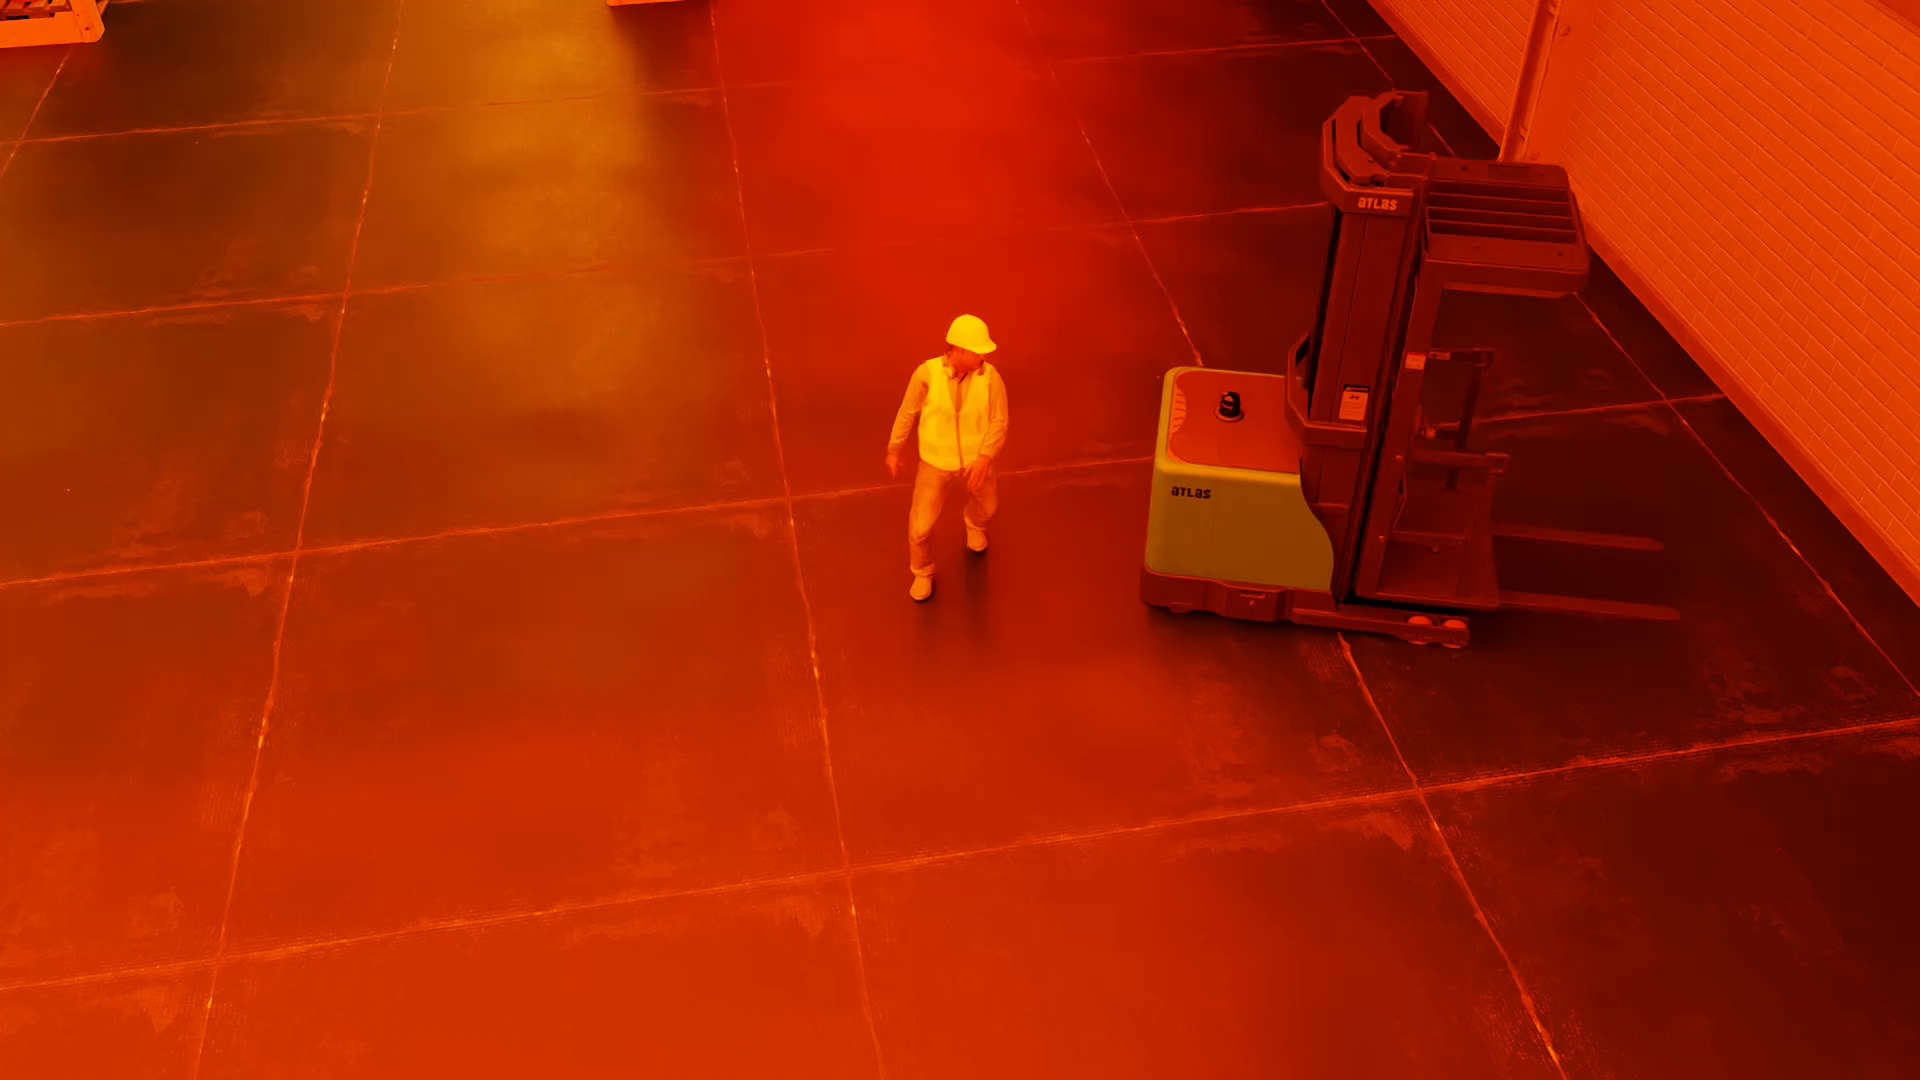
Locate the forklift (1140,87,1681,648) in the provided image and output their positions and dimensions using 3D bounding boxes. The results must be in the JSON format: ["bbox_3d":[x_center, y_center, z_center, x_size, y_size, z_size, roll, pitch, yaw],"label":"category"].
[{"bbox_3d":[2.616,-0.871,8.982,3.031,2.935,1.130,6,41,7],"label":"forklift"}]

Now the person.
[{"bbox_3d":[-0.070,-0.471,9.479,0.695,1.688,0.789,-7,41,-8],"label":"person"}]
